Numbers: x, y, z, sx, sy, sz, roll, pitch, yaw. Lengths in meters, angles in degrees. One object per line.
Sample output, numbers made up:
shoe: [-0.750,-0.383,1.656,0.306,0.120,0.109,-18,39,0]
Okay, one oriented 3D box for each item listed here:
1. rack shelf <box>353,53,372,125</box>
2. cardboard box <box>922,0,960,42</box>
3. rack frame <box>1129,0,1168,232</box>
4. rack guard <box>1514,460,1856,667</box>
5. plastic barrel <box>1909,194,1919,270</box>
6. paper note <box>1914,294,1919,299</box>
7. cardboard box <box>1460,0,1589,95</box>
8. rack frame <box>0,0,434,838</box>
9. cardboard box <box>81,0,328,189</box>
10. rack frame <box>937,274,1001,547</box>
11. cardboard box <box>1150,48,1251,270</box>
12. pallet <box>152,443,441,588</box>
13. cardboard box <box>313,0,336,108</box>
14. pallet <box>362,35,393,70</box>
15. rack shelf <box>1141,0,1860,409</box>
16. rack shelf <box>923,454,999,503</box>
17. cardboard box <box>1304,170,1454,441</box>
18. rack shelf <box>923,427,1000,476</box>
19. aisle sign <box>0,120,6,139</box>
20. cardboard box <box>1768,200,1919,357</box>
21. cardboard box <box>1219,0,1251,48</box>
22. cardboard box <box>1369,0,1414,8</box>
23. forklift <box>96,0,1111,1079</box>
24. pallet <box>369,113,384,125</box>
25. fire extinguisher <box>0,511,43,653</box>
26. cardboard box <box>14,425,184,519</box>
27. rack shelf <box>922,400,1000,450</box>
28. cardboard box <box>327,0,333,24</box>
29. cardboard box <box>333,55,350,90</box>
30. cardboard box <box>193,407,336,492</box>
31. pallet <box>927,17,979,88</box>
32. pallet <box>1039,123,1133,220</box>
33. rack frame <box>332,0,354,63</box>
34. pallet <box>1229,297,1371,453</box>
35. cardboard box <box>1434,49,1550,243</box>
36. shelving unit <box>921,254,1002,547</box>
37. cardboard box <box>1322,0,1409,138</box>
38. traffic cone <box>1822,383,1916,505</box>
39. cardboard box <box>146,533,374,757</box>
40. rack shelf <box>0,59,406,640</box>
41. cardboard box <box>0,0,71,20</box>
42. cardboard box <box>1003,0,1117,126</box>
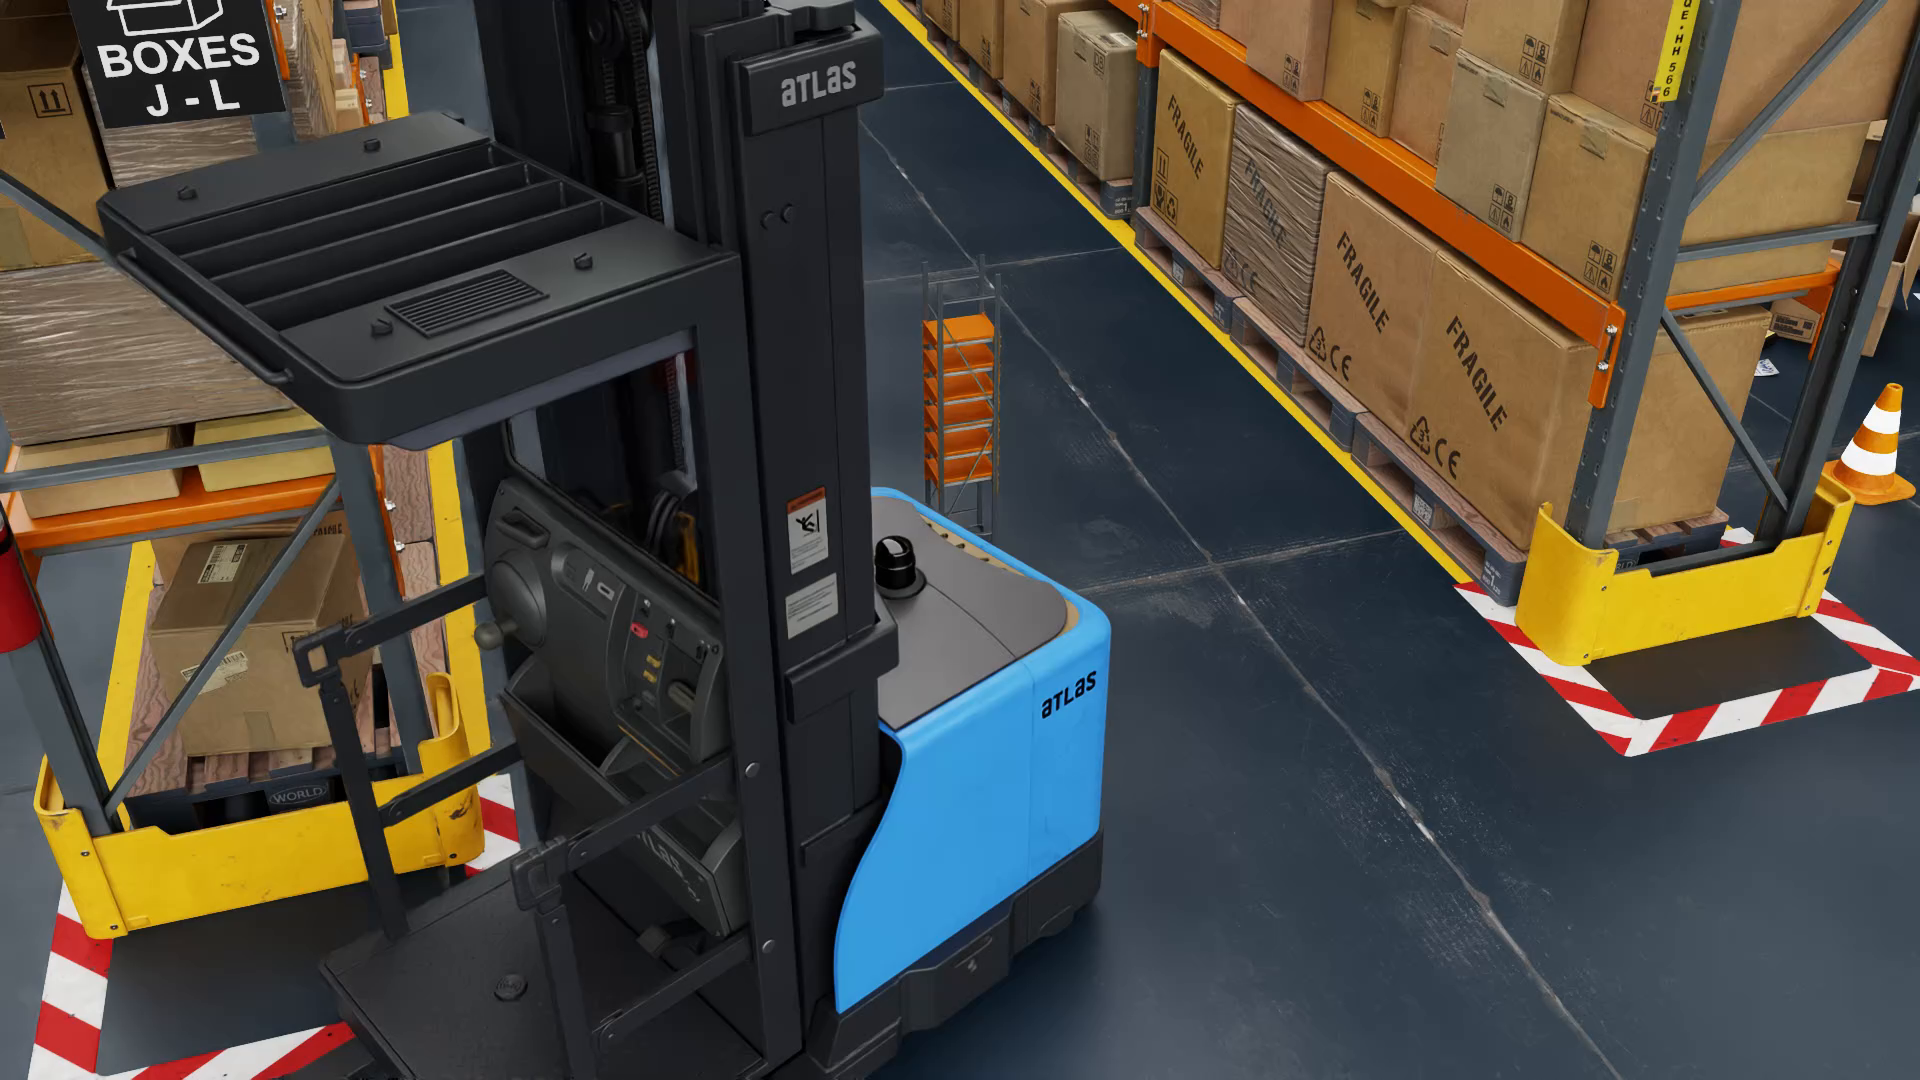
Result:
rack shelf: [-3.907,-3.051,9.299,1.077,0.370,4.000,-10,35,-15]
cardboard box: [0.337,-4.084,11.870,1.050,0.750,0.750,-10,35,-15]
rack frame: [1.458,-3.082,8.694,1.000,3.000,0.127,-10,35,-15]
rack guard: [2.685,0.073,6.186,1.175,0.500,0.348,-10,35,-15]
plastic barrel: [5.289,-1.623,8.822,0.512,0.421,0.421,13,36,18]
paper note: [5.061,-1.257,8.635,0.148,0.019,0.142,1,33,2]
cardboard box: [2.346,-1.970,5.895,0.875,0.550,0.550,-10,35,-15]
rack frame: [-2.077,-0.201,4.334,1.000,3.000,0.127,-10,35,-15]
cardboard box: [-1.985,-1.119,4.455,0.500,0.500,0.500,-10,35,-15]
rack frame: [0.032,-0.445,6.335,0.240,1.200,0.006,-10,35,-15]
cardboard box: [1.583,-2.029,8.646,0.875,0.875,0.875,-9,35,-14]
pallet: [-2.683,-0.150,6.785,1.003,0.211,1.213,-10,35,-15]
cardboard box: [-2.285,-1.645,5.251,0.500,0.500,0.500,-10,35,-15]
pallet: [-4.686,-3.665,12.104,1.003,0.211,1.213,-10,35,-15]
rack shelf: [2.068,-1.732,7.303,1.077,0.370,4.000,-10,35,-15]
rack shelf: [0.004,-0.256,6.565,0.258,0.103,0.180,-10,35,-15]
cardboard box: [2.138,-1.078,7.206,0.875,0.875,0.875,-11,35,-15]
rack shelf: [0.004,-0.356,6.498,0.258,0.103,0.180,-10,35,-15]
aisle sign: [-2.344,-1.203,3.491,0.394,0.787,0.004,-10,35,-15]
cardboard box: [4.414,-1.323,8.295,0.637,0.503,0.797,19,38,26]
cardboard box: [1.771,-2.668,7.931,0.875,0.550,0.550,-10,35,-15]
cardboard box: [2.019,-2.543,6.762,0.875,0.550,0.500,-10,35,-15]
forklift: [-0.993,0.235,3.736,3.031,2.935,1.130,-27,42,-35]
pallet: [-3.912,-2.188,9.870,1.003,0.211,1.213,-10,35,-15]
fire extinguisher: [-2.481,-0.031,4.147,0.296,0.674,0.183,-10,35,-15]
cardboard box: [-2.360,-0.211,4.577,0.380,0.149,0.250,-10,35,-15]
rack shelf: [0.004,-0.456,6.432,0.258,0.103,0.180,-10,35,-15]
cardboard box: [-2.592,-2.169,6.045,0.500,0.500,0.500,-10,35,-15]
cardboard box: [-2.884,-2.000,7.284,0.380,0.149,0.250,-10,35,-15]
cardboard box: [-1.937,-0.286,4.690,0.380,0.149,0.250,-10,35,-15]
pallet: [0.406,-3.593,11.995,1.003,0.211,1.213,-10,35,-15]
pallet: [1.150,-2.311,10.057,1.003,0.211,1.213,-10,35,-15]
rack frame: [-3.297,-2.301,7.512,1.000,3.000,0.127,-10,35,-15]
pallet: [1.991,-0.865,7.868,1.003,0.211,1.213,-10,35,-15]
cardboard box: [2.333,-1.517,6.189,0.875,0.550,0.550,-10,35,-15]
shelving unit: [0.004,-0.493,6.408,0.258,1.200,0.189,-10,35,-15]
cardboard box: [2.081,-2.104,7.077,0.875,0.550,0.500,-10,35,-15]
traffic cone: [3.868,-0.442,6.998,0.336,0.463,0.334,-10,35,-15]
cardboard box: [-2.251,0.336,5.408,0.500,0.500,0.500,-4,34,-6]
rack shelf: [-2.687,-0.951,6.121,1.077,0.370,4.000,-10,35,-15]
cardboard box: [-2.638,-1.293,4.718,0.500,0.500,0.500,-10,35,-15]
cardboard box: [0.892,-3.137,10.436,1.050,0.750,0.750,-10,35,-15]
